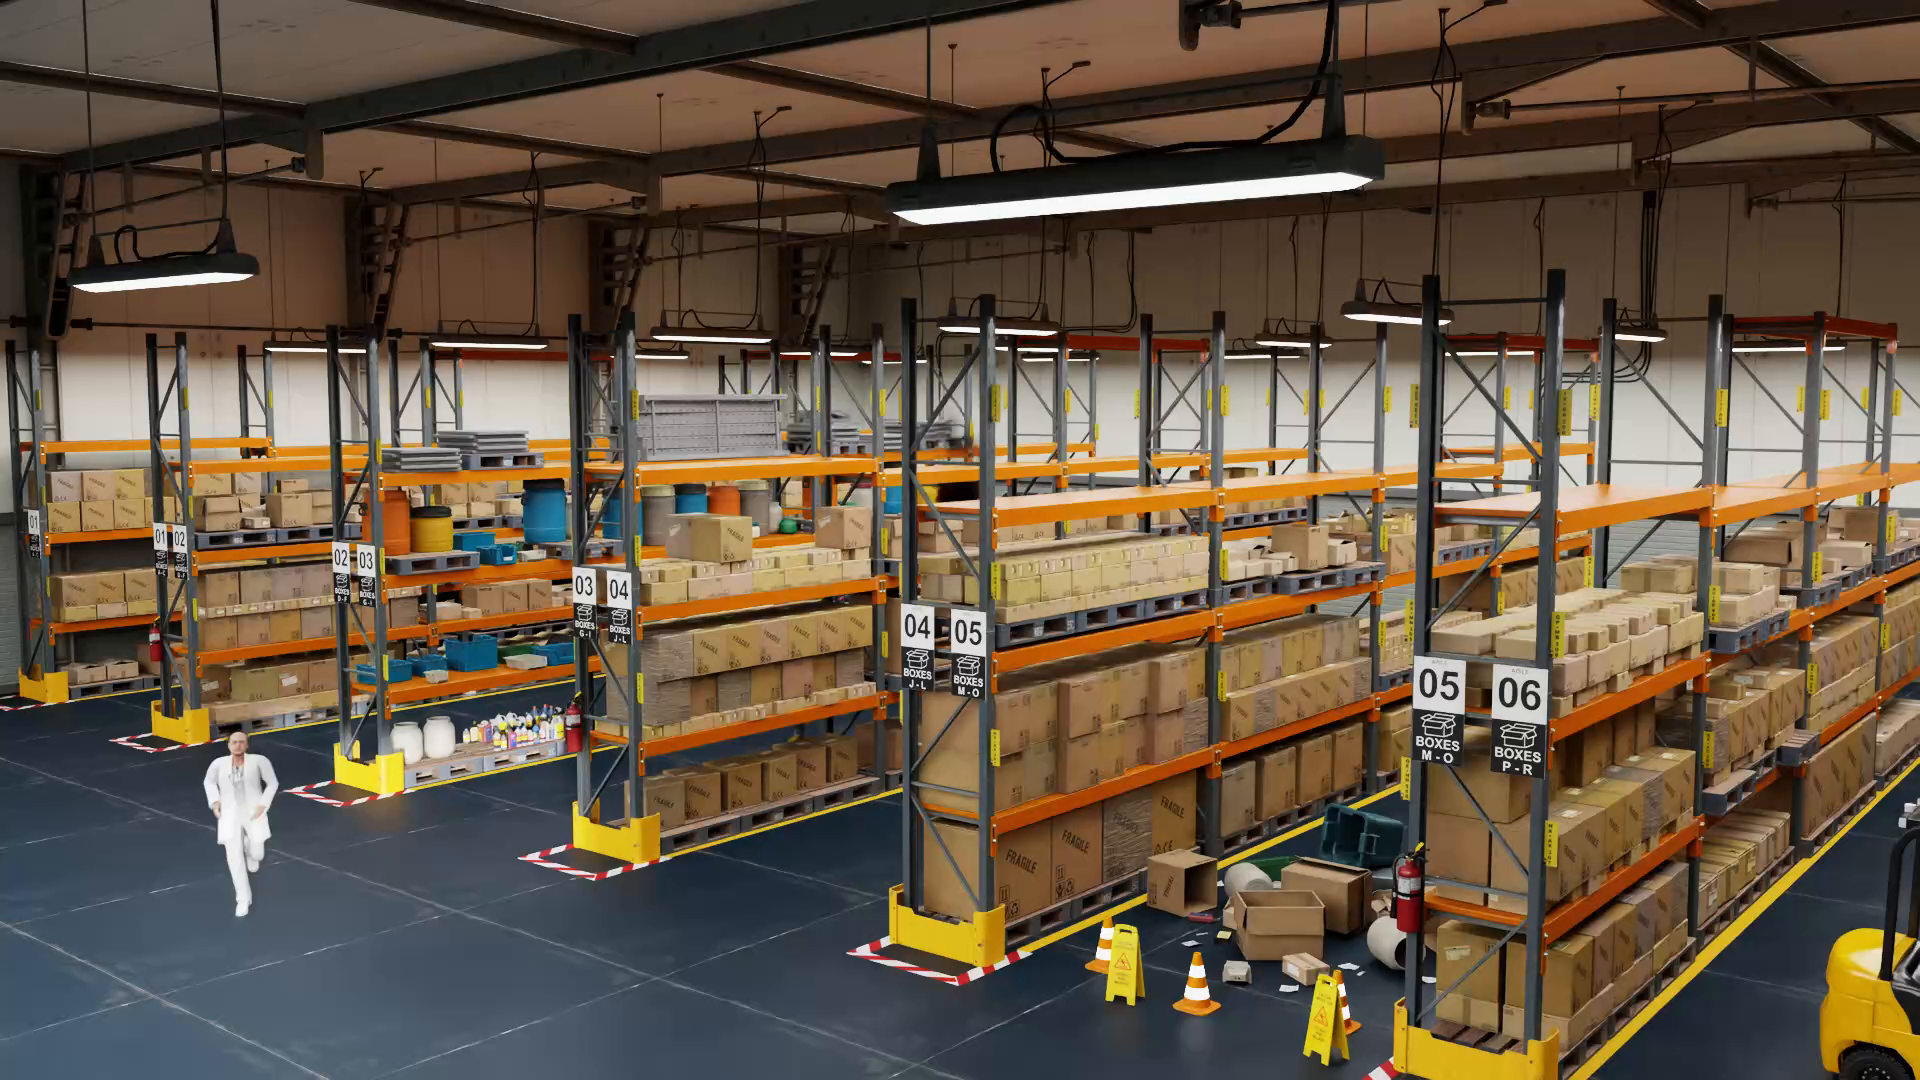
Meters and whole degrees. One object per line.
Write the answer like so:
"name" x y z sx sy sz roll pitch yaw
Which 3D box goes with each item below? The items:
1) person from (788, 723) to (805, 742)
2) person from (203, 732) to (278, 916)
"person" -2.239 1.941 23.065 0.701 1.728 0.587 3 6 34
"person" -7.255 2.809 16.816 0.693 1.766 1.065 -2 6 -25
